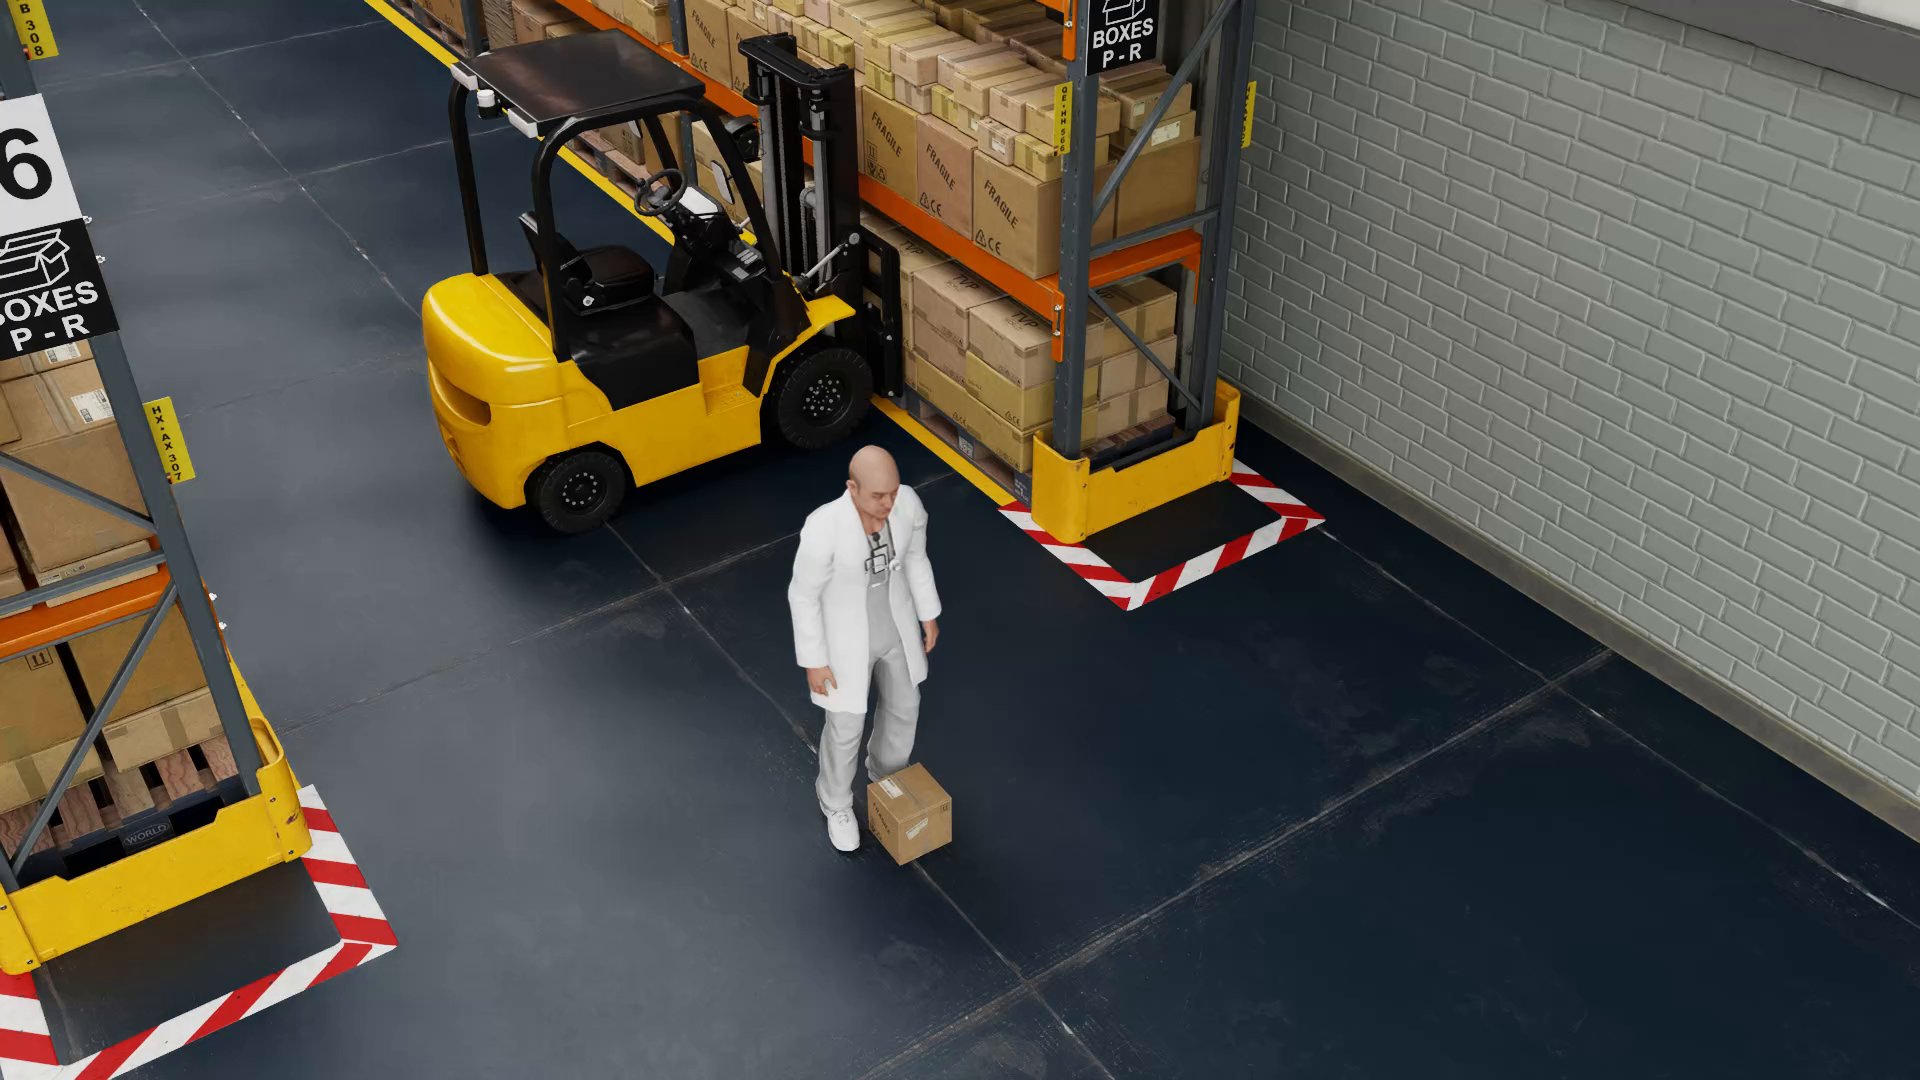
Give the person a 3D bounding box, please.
[{"bbox_3d":[-0.354,0.382,6.488,0.642,1.774,0.421,-22,41,-28],"label":"person"}]
